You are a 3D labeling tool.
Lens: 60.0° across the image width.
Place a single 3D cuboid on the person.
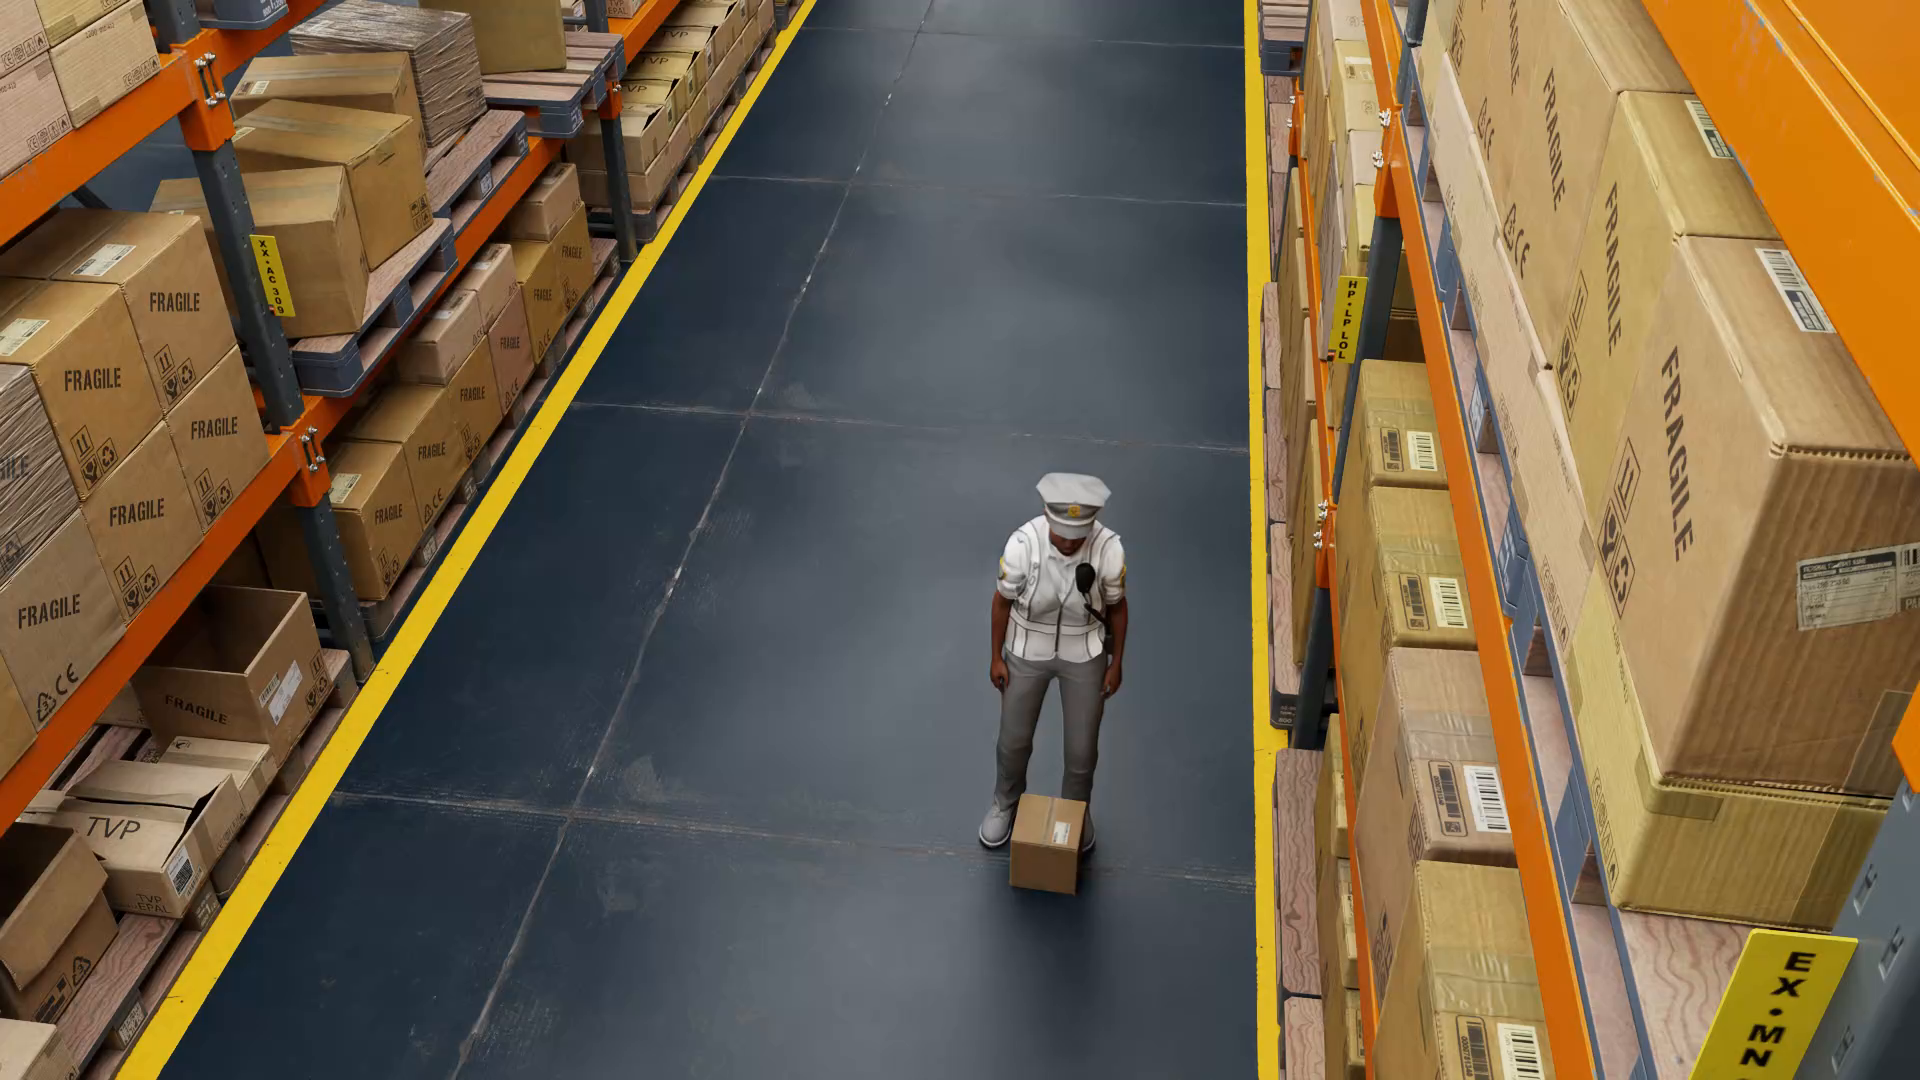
[{"bbox_3d":[0.341,0.439,6.054,0.518,1.656,0.397,3,36,4],"label":"person"}]
